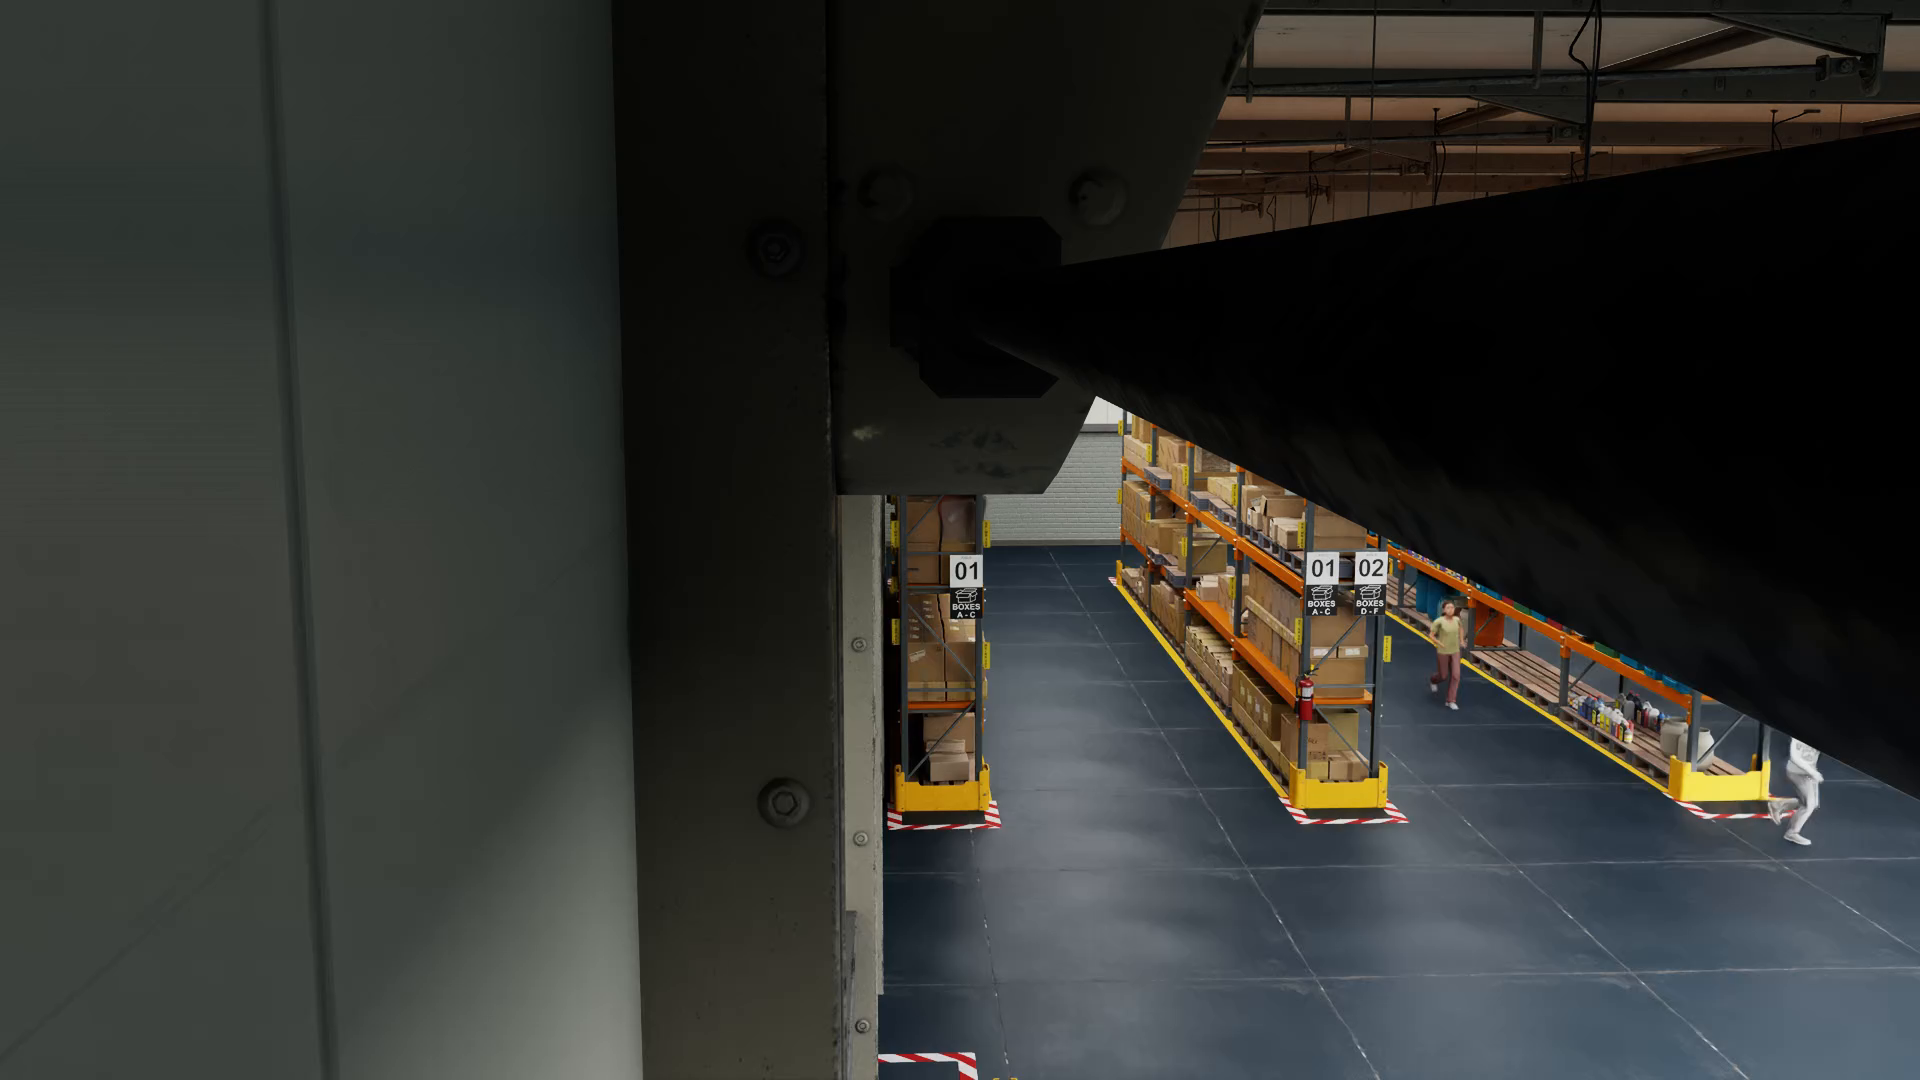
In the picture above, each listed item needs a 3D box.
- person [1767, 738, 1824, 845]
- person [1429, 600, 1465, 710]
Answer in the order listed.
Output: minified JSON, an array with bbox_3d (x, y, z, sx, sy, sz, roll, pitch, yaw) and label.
[{"bbox_3d":[9.738,2.689,19.296,0.590,1.660,0.633,7,11,40],"label":"person"},{"bbox_3d":[7.555,1.745,25.741,0.593,1.640,0.875,-1,8,-6],"label":"person"}]
